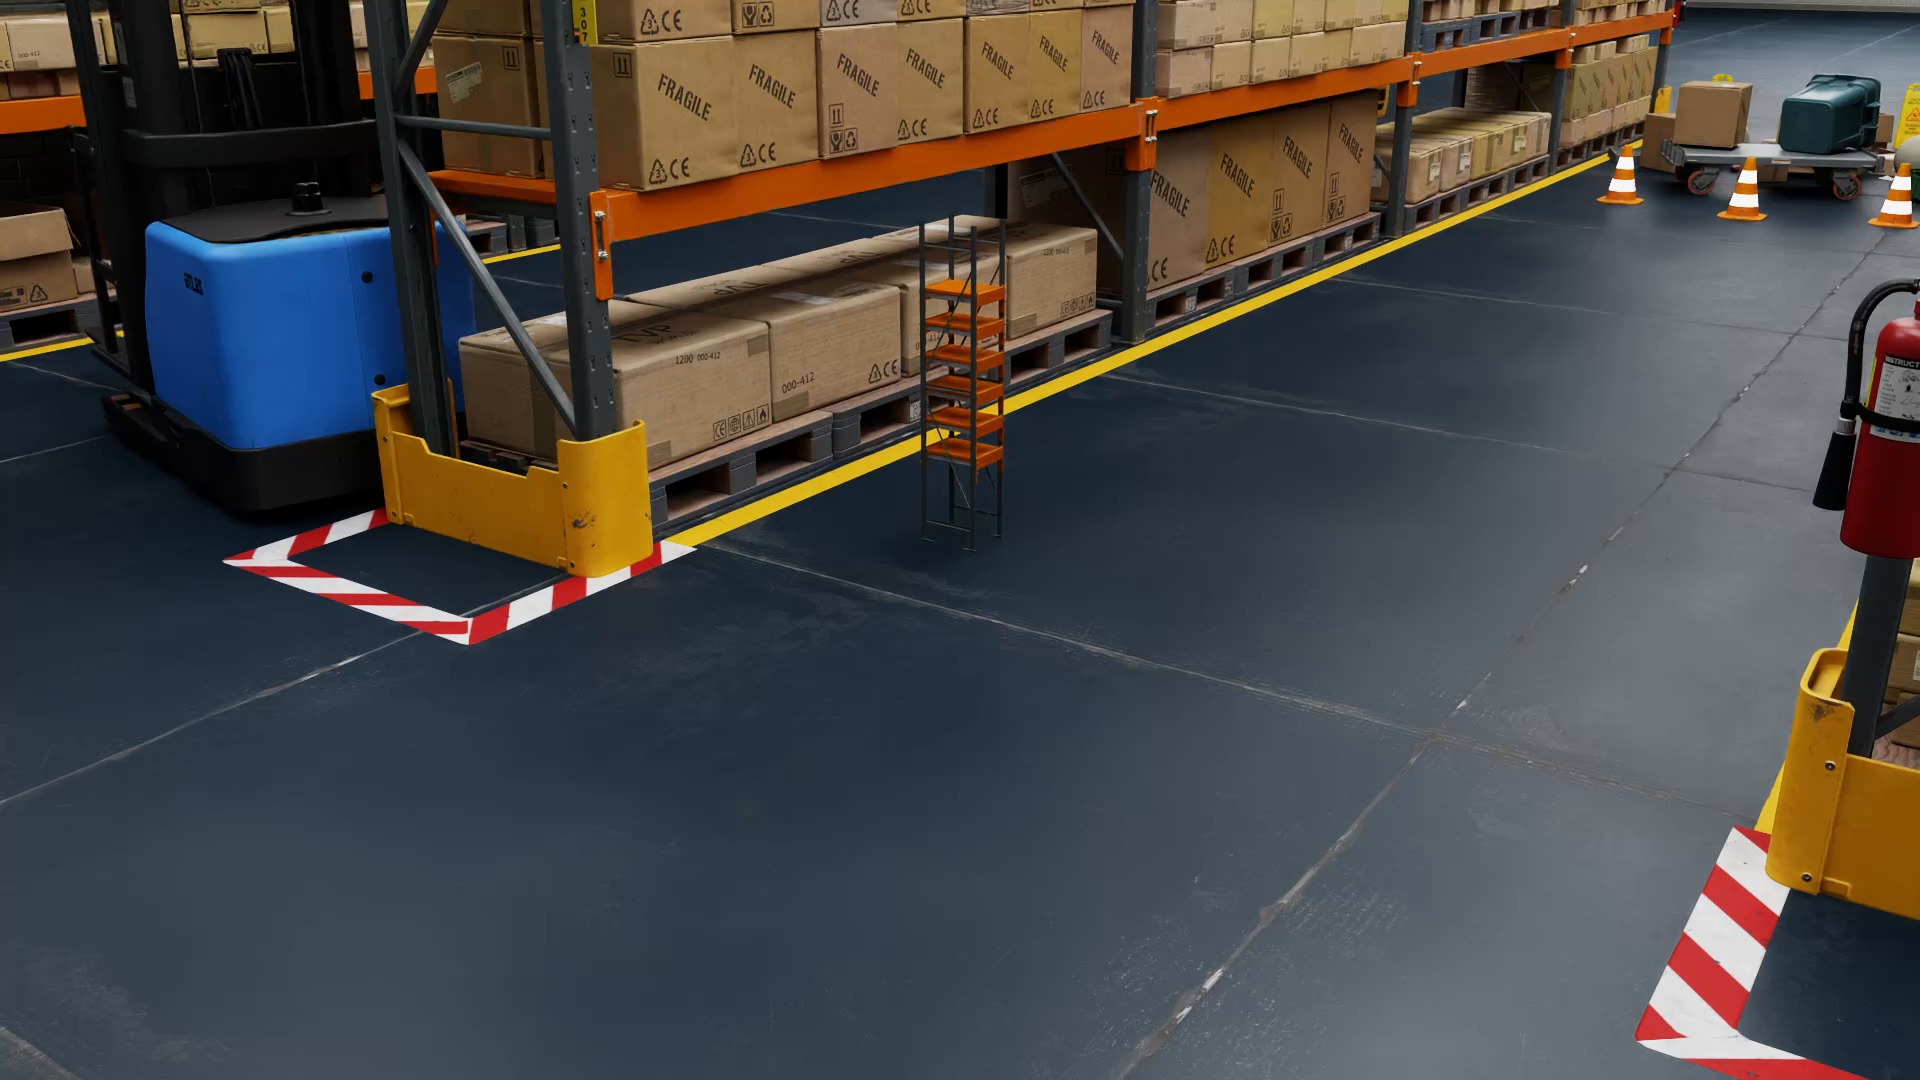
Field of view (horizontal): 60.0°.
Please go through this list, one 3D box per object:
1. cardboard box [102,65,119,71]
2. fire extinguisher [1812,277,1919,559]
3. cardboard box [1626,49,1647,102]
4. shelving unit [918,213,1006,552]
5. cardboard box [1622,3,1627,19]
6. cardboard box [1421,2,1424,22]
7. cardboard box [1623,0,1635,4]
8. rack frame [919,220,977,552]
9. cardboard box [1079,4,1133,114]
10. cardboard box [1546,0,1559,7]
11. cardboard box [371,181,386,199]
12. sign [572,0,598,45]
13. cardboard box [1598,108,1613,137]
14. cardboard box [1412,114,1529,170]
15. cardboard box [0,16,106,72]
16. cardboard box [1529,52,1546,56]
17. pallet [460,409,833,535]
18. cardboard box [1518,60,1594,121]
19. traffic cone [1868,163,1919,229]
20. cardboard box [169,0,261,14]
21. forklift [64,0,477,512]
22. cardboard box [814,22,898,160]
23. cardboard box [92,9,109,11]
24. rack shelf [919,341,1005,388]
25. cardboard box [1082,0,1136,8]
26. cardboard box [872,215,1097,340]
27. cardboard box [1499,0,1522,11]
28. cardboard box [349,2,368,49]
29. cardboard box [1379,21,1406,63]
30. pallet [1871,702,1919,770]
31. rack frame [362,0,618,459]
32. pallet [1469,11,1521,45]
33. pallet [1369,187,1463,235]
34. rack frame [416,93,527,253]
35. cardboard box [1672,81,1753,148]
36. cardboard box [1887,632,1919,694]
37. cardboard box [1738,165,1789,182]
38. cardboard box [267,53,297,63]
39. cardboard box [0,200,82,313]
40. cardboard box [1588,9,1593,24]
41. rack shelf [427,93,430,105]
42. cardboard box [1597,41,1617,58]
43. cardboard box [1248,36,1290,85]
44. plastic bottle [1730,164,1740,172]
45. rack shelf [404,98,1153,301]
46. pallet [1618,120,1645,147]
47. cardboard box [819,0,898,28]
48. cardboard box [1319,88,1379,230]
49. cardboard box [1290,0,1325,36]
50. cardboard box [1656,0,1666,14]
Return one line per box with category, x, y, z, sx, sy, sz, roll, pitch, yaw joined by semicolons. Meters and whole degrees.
cardboard box;-4.805;-2.624;9.398;0.380;0.149;0.250;14;24;33
fire extinguisher;1.957;-0.303;3.408;0.296;0.674;0.183;13;24;32
cardboard box;6.798;-4.851;17.333;0.500;0.500;0.500;14;25;34
shelving unit;0.008;-0.567;6.068;0.258;1.200;0.189;13;24;32
cardboard box;6.363;-5.228;16.438;0.380;0.149;0.250;13;24;32
cardboard box;3.163;-3.864;12.144;0.380;0.149;0.250;12;23;29
cardboard box;6.376;-5.573;16.434;0.500;0.500;0.500;14;24;32
rack frame;-0.043;-0.541;5.997;0.240;1.200;0.006;13;24;32
cardboard box;0.529;-2.444;8.405;0.500;0.500;0.500;14;24;32
cardboard box;5.014;-4.753;14.548;0.380;0.149;0.250;14;24;33
cardboard box;-4.096;-2.339;11.536;0.500;0.311;0.500;14;25;34
sign;-1.215;-1.766;5.353;0.100;0.325;0.005;13;24;32
cardboard box;6.217;-4.208;16.674;0.500;0.250;0.500;13;24;31
cardboard box;4.381;-3.482;14.537;0.950;0.372;0.625;15;25;35
cardboard box;-5.017;-2.691;9.003;0.500;0.250;0.500;14;24;32
cardboard box;5.756;-4.650;16.788;0.500;0.500;0.500;15;25;35
pallet;-1.286;-0.369;6.959;1.003;0.211;1.213;13;24;32
cardboard box;5.630;-4.251;15.711;0.500;0.500;0.500;15;25;34
traffic cone;7.223;-2.659;12.786;0.336;0.463;0.334;13;24;32
cardboard box;-4.457;-3.328;9.646;0.500;0.500;0.500;14;24;33
forklift;-3.281;-1.924;7.241;1.130;2.935;3.031;-16;26;-37
cardboard box;-0.601;-1.854;6.809;0.500;0.500;0.500;13;24;32
cardboard box;-4.872;-3.091;10.085;0.500;0.250;0.500;13;24;32
rack shelf;0.008;-0.638;6.042;0.258;0.103;0.180;13;24;32
cardboard box;0.541;-2.907;8.214;0.500;0.500;0.500;13;24;31
cardboard box;0.136;-1.416;8.858;0.875;0.438;0.875;13;24;31
cardboard box;4.429;-4.463;13.764;0.380;0.149;0.250;13;24;32
cardboard box;-3.883;-3.276;10.585;0.500;0.250;0.500;13;24;32
cardboard box;2.757;-3.462;11.516;0.500;0.250;0.500;12;24;30
pallet;3.009;0.564;4.437;1.003;0.211;1.213;13;24;32
rack frame;-1.671;-1.432;5.814;1.000;3.000;0.127;13;24;32
pallet;3.905;-4.214;13.609;1.003;0.211;1.213;13;24;32
pallet;3.267;-2.644;13.108;1.003;0.211;1.213;13;24;32
rack frame;-3.529;-3.547;11.531;1.000;3.000;0.127;13;24;32
cardboard box;6.564;-3.720;14.509;0.500;0.500;0.500;13;24;32
cardboard box;2.541;0.297;4.212;0.380;0.149;0.250;13;24;30
cardboard box;7.308;-3.408;15.096;0.258;0.266;0.396;-2;20;-5
cardboard box;-4.282;-2.929;10.223;0.380;0.149;0.250;14;24;33
cardboard box;-5.356;-1.583;9.213;0.797;0.503;0.637;12;24;30
cardboard box;5.741;-4.950;15.686;0.380;0.149;0.250;13;24;32
rack shelf;-2.405;-3.783;13.207;1.077;0.370;4.000;13;24;32
cardboard box;6.186;-4.805;16.274;0.380;0.149;0.250;15;25;35
cardboard box;1.634;-2.877;9.936;0.500;0.250;0.500;13;24;31
plastic bottle;7.351;-3.502;15.644;0.133;0.061;0.283;19;27;41
rack shelf;-0.546;-1.669;7.490;1.077;0.370;4.000;13;24;32
pallet;6.795;-4.467;18.038;1.003;0.211;1.213;13;24;32
cardboard box;-0.598;-2.329;6.653;0.500;0.500;0.500;13;24;31
cardboard box;2.369;-2.746;11.823;0.875;0.875;0.875;13;24;31
cardboard box;1.917;-3.256;10.238;0.500;0.250;0.500;12;24;30
cardboard box;7.240;-5.662;17.610;0.380;0.149;0.250;13;24;31
